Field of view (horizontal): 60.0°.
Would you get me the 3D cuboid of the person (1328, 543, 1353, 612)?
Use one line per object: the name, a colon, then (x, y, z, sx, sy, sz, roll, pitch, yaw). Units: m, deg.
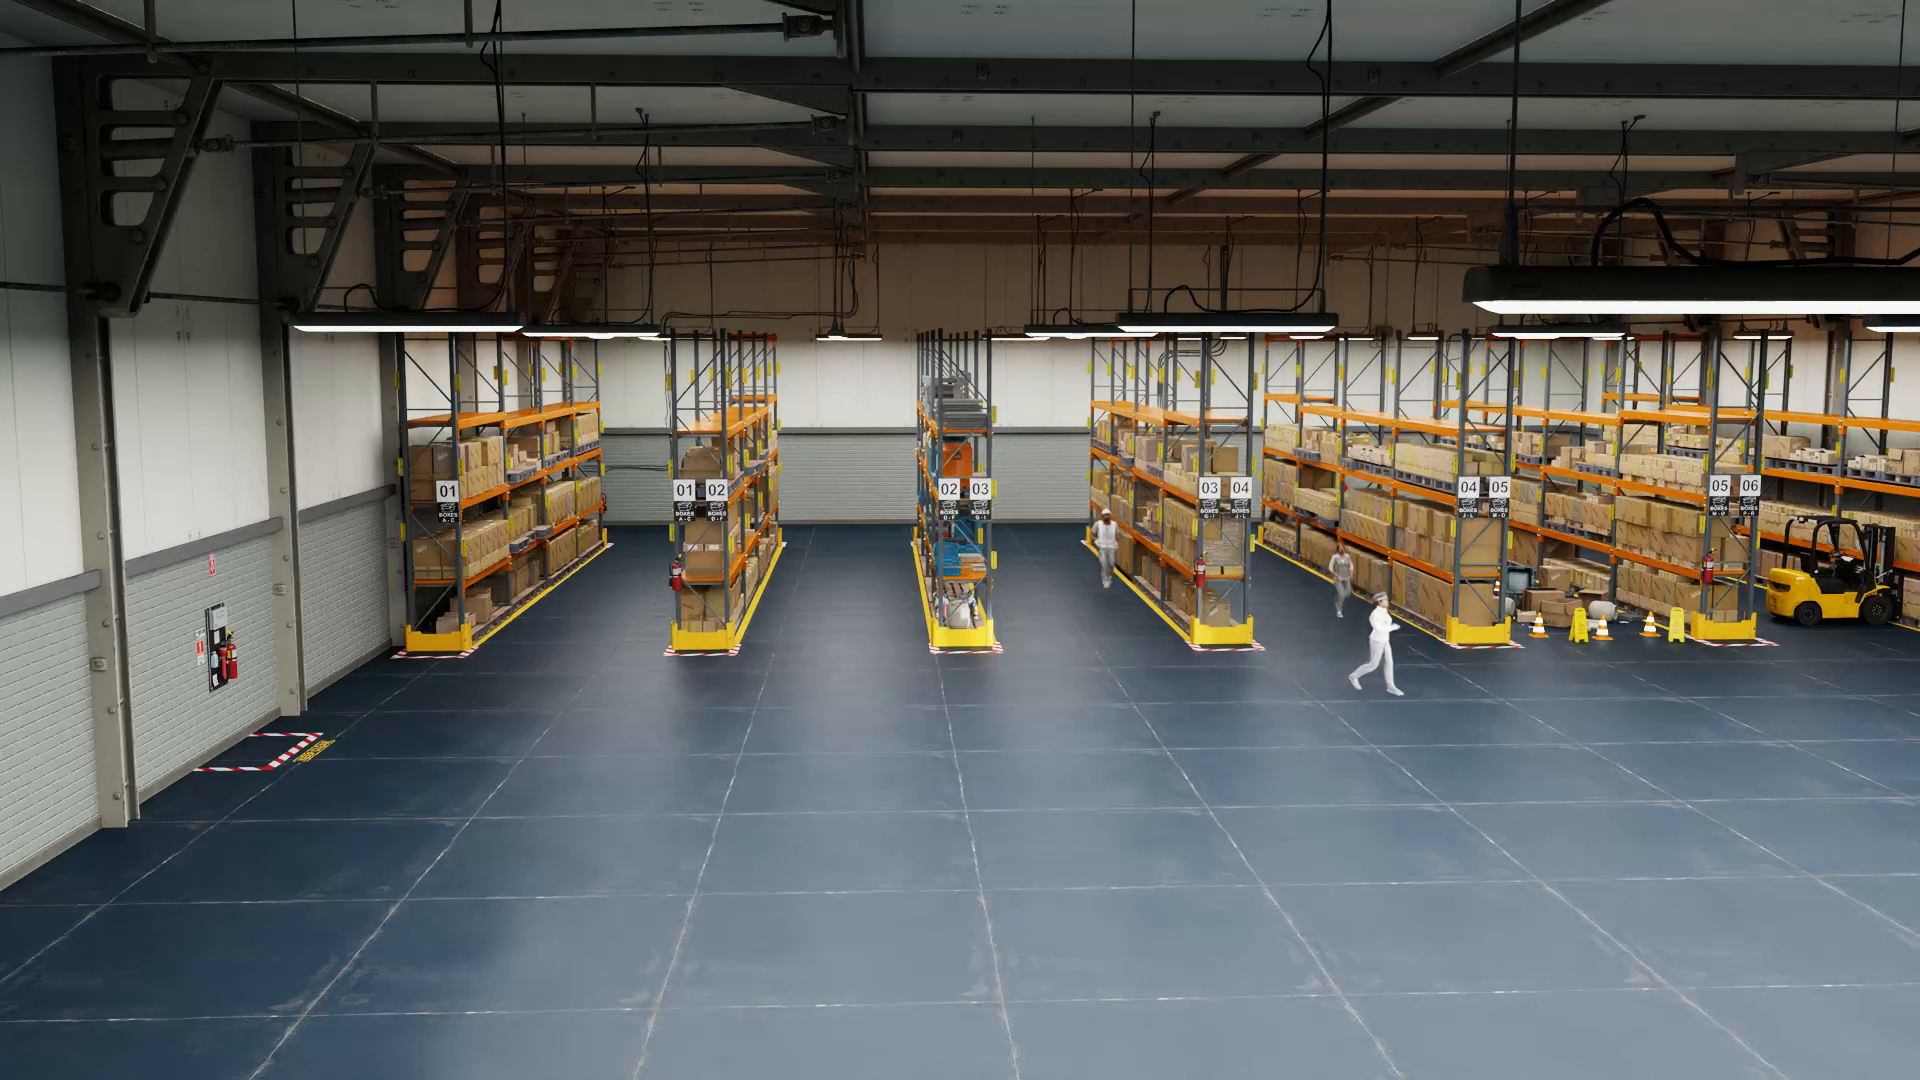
person: (8.034, 0.797, 34.999, 0.545, 1.483, 0.457, -1, 7, -5)

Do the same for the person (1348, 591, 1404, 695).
person: (6.820, 1.666, 27.162, 0.899, 1.687, 0.631, 4, 8, 28)

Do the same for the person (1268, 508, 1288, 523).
person: (9.437, -0.887, 48.802, 0.697, 1.463, 0.667, -2, 7, -13)

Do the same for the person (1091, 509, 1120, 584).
person: (3.263, 0.145, 37.243, 0.664, 1.696, 0.472, 0, 7, -4)

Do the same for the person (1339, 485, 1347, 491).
person: (10.855, -0.702, 47.132, 0.418, 1.772, 0.869, -2, 7, -19)
